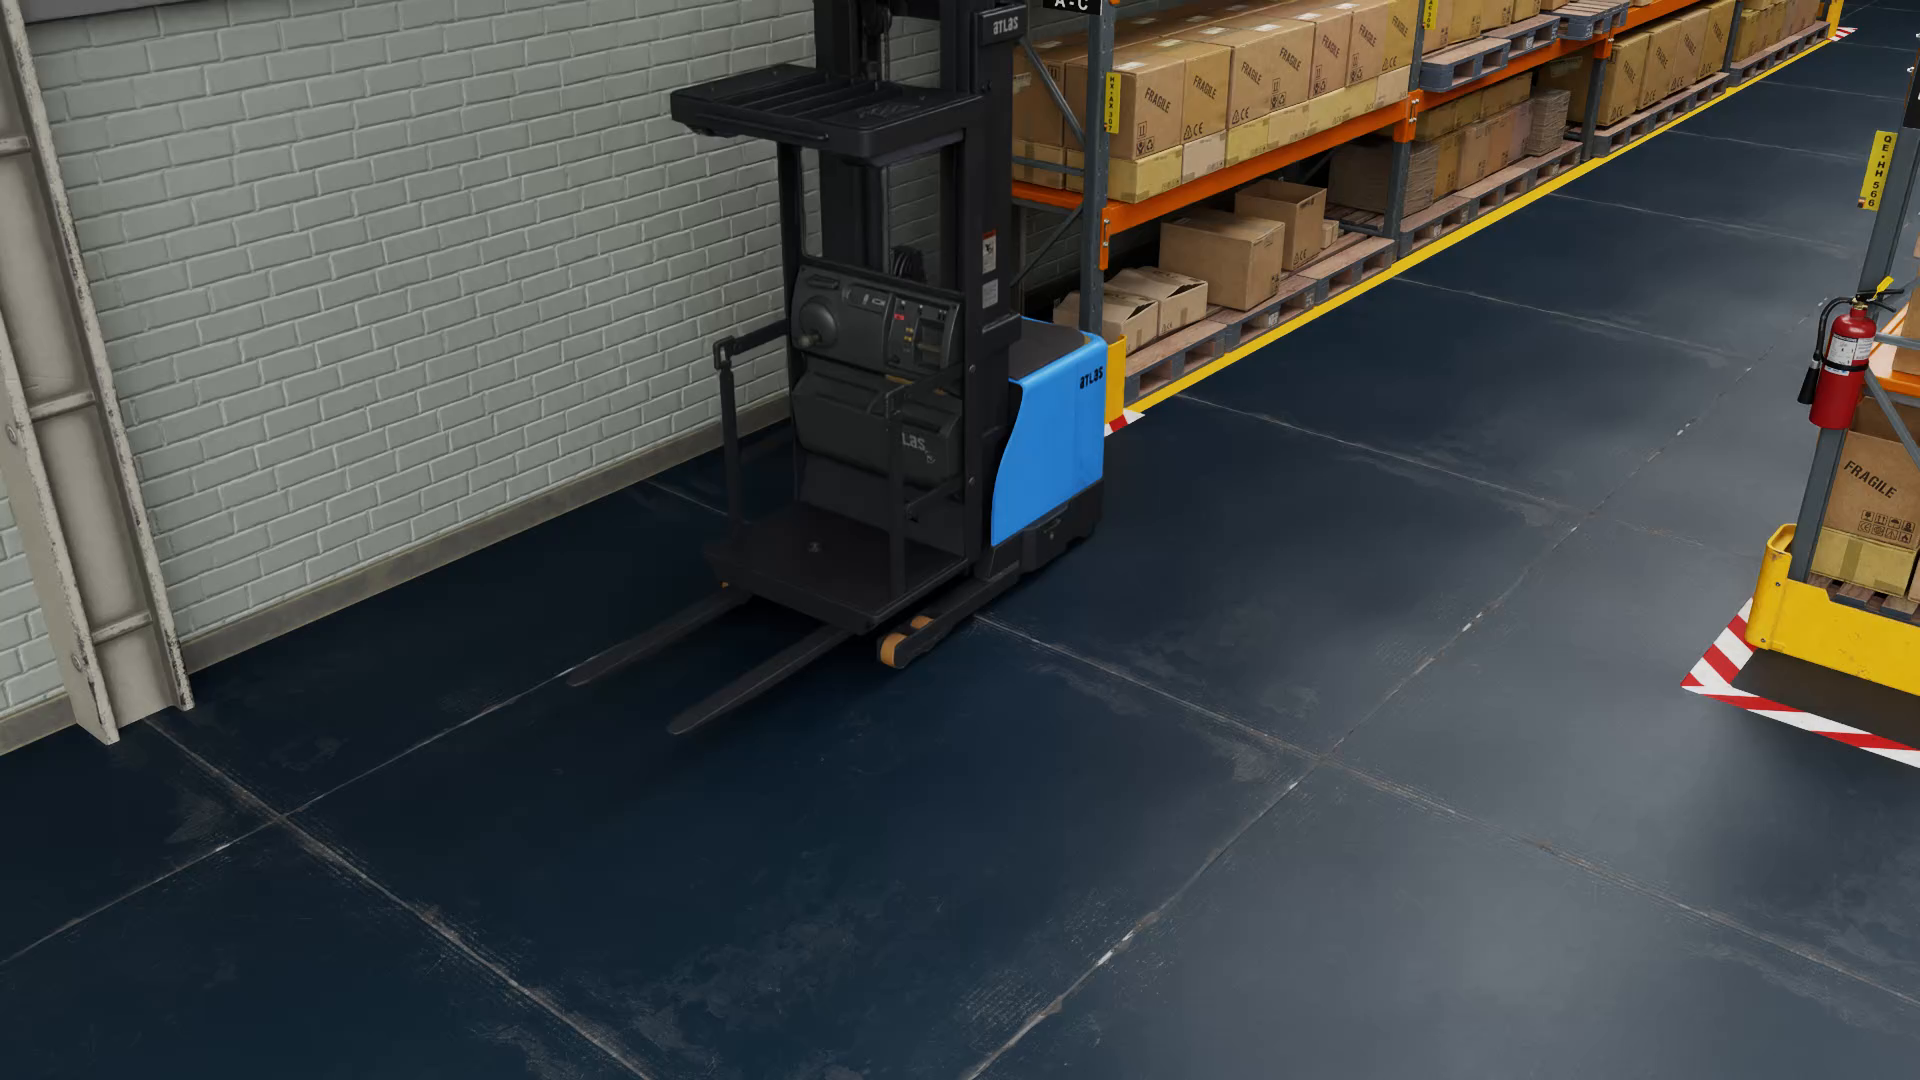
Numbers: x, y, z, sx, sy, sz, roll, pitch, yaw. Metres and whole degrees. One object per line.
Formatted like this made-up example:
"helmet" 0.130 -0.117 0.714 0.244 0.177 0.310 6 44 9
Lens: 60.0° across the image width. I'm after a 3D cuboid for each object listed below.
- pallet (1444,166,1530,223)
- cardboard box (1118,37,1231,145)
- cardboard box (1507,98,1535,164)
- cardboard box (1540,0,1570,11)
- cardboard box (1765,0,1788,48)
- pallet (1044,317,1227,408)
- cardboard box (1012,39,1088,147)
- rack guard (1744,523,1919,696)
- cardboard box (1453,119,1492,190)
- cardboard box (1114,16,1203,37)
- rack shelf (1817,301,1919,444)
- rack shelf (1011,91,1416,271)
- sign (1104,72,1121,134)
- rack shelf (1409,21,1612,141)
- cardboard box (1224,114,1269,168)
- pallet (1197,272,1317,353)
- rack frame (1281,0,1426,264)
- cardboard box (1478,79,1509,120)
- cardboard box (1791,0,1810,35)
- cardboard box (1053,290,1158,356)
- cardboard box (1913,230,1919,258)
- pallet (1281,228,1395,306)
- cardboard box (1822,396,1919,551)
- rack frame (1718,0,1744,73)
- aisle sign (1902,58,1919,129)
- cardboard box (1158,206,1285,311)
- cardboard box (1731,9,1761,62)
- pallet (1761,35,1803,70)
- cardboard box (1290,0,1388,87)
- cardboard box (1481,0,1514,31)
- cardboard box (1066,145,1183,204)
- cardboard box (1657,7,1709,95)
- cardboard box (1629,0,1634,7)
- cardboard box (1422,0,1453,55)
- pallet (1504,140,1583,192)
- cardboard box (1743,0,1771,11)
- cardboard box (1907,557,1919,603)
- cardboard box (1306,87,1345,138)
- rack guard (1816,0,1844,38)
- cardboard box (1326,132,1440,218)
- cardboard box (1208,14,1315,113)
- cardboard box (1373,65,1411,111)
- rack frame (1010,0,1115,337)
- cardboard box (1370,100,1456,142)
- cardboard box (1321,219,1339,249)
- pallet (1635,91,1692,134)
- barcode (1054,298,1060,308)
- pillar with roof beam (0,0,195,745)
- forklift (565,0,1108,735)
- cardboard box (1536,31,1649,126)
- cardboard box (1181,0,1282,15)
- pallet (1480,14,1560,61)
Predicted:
"pallet" 4.238 -3.092 14.497 1.003 0.211 1.213 21 34 34
"cardboard box" 1.282 -2.731 10.089 0.500 0.500 0.500 21 34 35
"cardboard box" 4.678 -3.704 14.887 0.700 0.500 0.500 21 34 34
"cardboard box" 4.887 -4.902 14.374 0.700 0.500 0.500 17 32 30
"cardboard box" 9.262 -6.126 19.591 0.700 0.500 0.500 22 34 36
"pallet" 1.017 -1.268 10.971 1.003 0.211 1.213 21 34 34
"cardboard box" 0.560 -2.706 10.042 0.500 0.500 0.500 20 34 34
"rack guard" 4.234 0.364 7.503 1.175 0.500 0.348 21 34 34
"cardboard box" 4.070 -3.338 14.179 0.700 0.500 0.500 21 34 35
"cardboard box" 1.213 -3.066 10.738 0.500 0.500 0.500 20 33 33
"rack shelf" 5.521 -1.145 8.481 1.077 0.370 4.000 21 34 34
"rack shelf" 1.696 -2.591 11.277 1.077 0.370 4.000 21 34 34
"sign" 0.843 -2.427 9.236 0.100 0.325 0.005 21 34 34
"rack shelf" 4.241 -4.009 14.018 1.077 0.370 4.000 21 34 34
"cardboard box" 1.628 -2.591 10.636 0.500 0.250 0.500 20 34 34
"pallet" 1.793 -1.698 11.803 1.003 0.211 1.213 21 34 34
"rack frame" 2.969 -3.620 12.482 1.000 3.000 0.127 21 34 34
"cardboard box" 4.361 -3.818 14.291 0.500 0.250 0.500 21 34 34
"cardboard box" 9.915 -6.496 20.305 0.700 0.500 0.500 21 34 34
"cardboard box" 0.934 -1.422 10.681 0.500 0.311 0.500 17 32 29
"cardboard box" 4.345 -1.279 7.142 0.380 0.149 0.250 20 33 34
"pallet" 2.569 -2.133 12.643 1.003 0.211 1.213 21 34 34
"cardboard box" 4.361 -0.330 7.844 0.500 0.500 0.500 21 34 34
"rack frame" 8.057 -6.456 17.965 1.000 3.000 0.127 21 34 34
"aisle sign" 3.981 -1.972 6.469 0.394 0.787 0.004 21 34 34
"cardboard box" 1.802 -1.953 11.503 0.700 0.500 0.500 18 33 31
"cardboard box" 8.612 -5.768 18.898 0.700 0.500 0.500 21 34 35
"pallet" 9.377 -5.899 19.923 1.003 0.211 1.213 21 34 34
"cardboard box" 2.593 -3.458 11.496 0.500 0.500 0.500 21 34 34
"cardboard box" 4.074 -4.469 13.536 0.500 0.500 0.700 -23 35 -37
"cardboard box" 0.980 -2.224 9.926 0.500 0.250 0.500 20 33 33
"cardboard box" 7.181 -5.103 17.233 0.750 0.750 0.750 22 35 36
"cardboard box" 6.068 -5.071 15.539 0.380 0.149 0.250 21 34 35
"cardboard box" 3.319 -4.030 12.688 0.700 0.500 0.500 21 34 35
"pallet" 5.015 -3.523 15.330 1.003 0.211 1.213 21 34 34
"cardboard box" 8.971 -6.124 18.880 0.380 0.149 0.250 22 35 36
"cardboard box" 4.762 0.155 7.722 0.500 0.250 0.500 21 34 34
"cardboard box" 2.270 -2.948 11.326 0.500 0.250 0.500 21 34 34
"rack guard" 10.617 -6.773 21.297 1.175 0.500 0.348 21 34 34
"cardboard box" 3.424 -2.971 13.469 0.700 0.500 0.500 22 35 36
"cardboard box" 1.935 -3.098 10.800 0.500 0.500 0.500 22 35 36
"cardboard box" 2.901 -3.305 12.016 0.500 0.250 0.500 21 34 35
"rack frame" 0.424 -2.201 9.741 1.000 3.000 0.127 21 34 34
"cardboard box" 3.701 -3.461 13.601 0.500 0.250 0.500 20 33 33
"cardboard box" 2.651 -2.358 12.649 0.380 0.166 0.250 16 31 28
"pallet" 6.849 -4.487 17.195 1.003 0.211 1.213 21 34 34
"barcode" 0.637 -1.549 10.917 0.001 0.075 0.075 21 34 34
"pillar with roof beam" -0.292 -1.982 2.787 9.100 9.000 0.400 21 34 34
"forklift" -0.518 -0.965 7.426 1.130 2.935 3.031 19 33 32
"cardboard box" 6.082 -4.492 16.051 0.750 0.750 0.750 20 34 34
"cardboard box" 1.855 -3.432 11.445 0.500 0.500 0.500 22 34 36
"pallet" 4.285 -4.239 13.888 1.003 0.211 1.213 21 34 34
